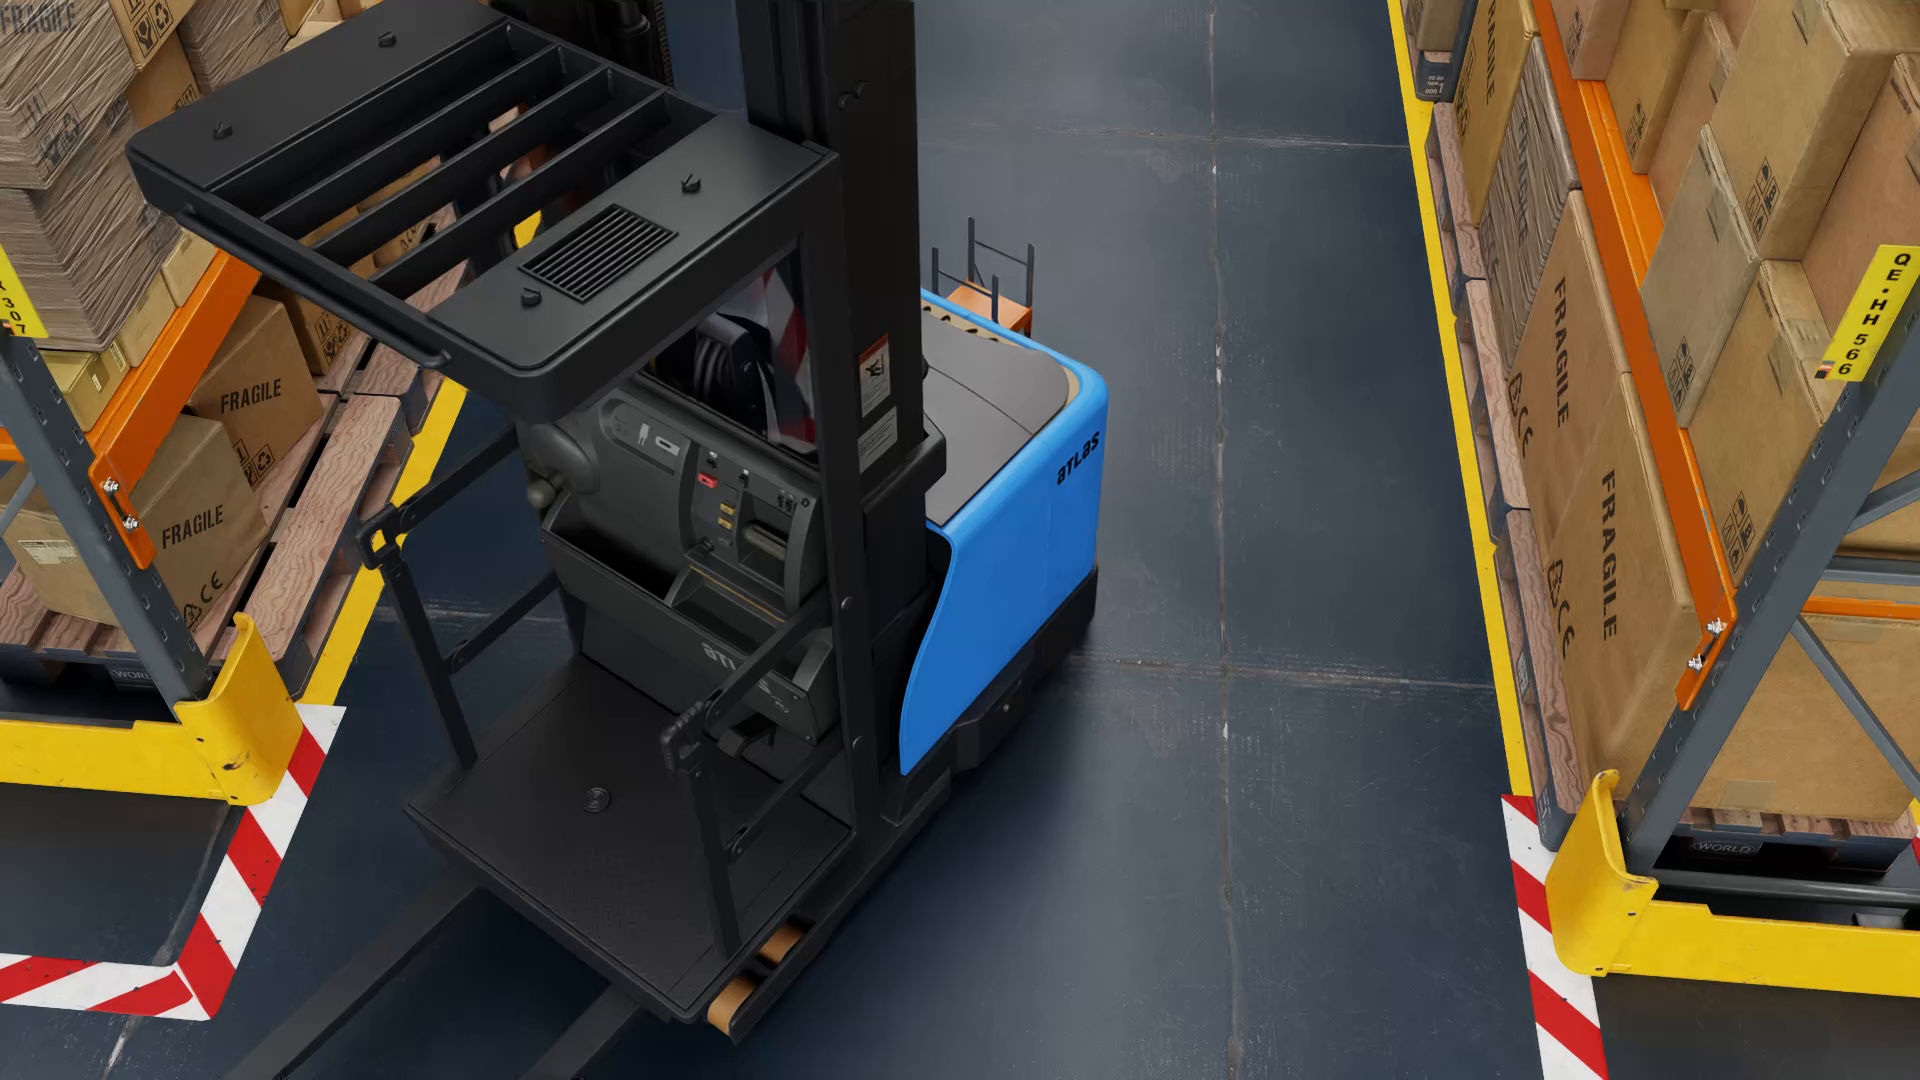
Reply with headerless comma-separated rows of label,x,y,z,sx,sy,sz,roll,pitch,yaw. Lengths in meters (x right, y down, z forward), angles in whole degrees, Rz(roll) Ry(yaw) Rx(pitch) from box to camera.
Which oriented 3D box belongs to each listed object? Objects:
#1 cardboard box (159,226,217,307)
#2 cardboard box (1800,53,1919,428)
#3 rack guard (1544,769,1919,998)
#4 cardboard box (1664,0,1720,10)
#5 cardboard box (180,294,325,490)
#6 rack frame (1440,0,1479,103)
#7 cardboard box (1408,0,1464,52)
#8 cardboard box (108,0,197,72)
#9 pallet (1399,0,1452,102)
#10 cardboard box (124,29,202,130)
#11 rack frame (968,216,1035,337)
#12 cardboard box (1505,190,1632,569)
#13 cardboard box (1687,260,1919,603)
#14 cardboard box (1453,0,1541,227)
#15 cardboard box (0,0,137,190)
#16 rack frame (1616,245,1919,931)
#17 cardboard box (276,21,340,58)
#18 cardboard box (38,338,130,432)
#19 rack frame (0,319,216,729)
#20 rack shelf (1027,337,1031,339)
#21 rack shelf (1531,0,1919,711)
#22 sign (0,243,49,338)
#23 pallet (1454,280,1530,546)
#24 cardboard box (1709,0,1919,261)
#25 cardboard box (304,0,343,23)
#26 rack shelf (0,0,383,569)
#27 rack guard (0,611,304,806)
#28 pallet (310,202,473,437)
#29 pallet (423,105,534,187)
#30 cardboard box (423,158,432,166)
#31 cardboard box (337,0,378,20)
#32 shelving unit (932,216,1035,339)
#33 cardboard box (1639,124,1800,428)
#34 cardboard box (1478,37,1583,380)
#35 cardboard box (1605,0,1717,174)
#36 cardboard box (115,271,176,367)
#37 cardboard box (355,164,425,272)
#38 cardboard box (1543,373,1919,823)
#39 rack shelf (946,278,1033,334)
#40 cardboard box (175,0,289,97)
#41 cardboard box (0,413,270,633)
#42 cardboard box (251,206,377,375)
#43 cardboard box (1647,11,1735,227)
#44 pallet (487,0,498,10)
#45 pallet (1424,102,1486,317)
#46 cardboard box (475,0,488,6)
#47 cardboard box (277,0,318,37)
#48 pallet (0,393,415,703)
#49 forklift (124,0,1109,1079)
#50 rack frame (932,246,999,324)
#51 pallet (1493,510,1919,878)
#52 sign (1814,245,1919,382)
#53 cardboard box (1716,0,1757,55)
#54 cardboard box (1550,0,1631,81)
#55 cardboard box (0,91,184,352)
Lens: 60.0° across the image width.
cardboard box,-2.313,-0.791,4.611,0.380,0.149,0.250,4,48,4
cardboard box,2.347,-0.594,3.427,0.875,0.550,0.550,4,48,4
rack guard,2.272,0.952,4.540,1.175,0.500,0.348,4,48,4
cardboard box,2.410,-1.805,4.535,0.875,0.550,0.500,4,48,4
cardboard box,-2.562,-0.514,5.597,0.500,0.500,0.500,15,49,14
rack frame,2.639,-2.848,6.322,1.000,3.000,0.127,4,48,4
cardboard box,2.606,-2.693,7.420,1.050,0.750,0.750,4,48,3
cardboard box,-2.282,-1.541,4.180,0.500,0.500,0.500,4,48,4
pallet,2.634,-2.479,7.875,1.003,0.211,1.213,4,48,4
cardboard box,-2.652,-1.229,4.572,0.875,0.500,0.500,4,48,4
rack frame,0.123,-0.519,5.412,0.240,1.200,0.006,28,54,24
cardboard box,2.348,-0.483,5.314,0.875,0.875,0.875,3,48,3
cardboard box,2.263,-0.235,3.831,0.875,0.550,0.550,4,48,4
cardboard box,2.512,-1.816,6.533,0.875,0.875,0.875,5,48,4
cardboard box,-2.334,-1.174,3.844,0.500,0.500,0.500,4,48,4
rack frame,2.274,0.091,3.634,1.000,3.000,0.127,4,48,4
cardboard box,-2.159,-1.521,5.279,0.380,0.149,0.250,4,48,4
cardboard box,-2.392,-0.425,4.277,0.380,0.149,0.250,4,48,4
rack frame,-2.656,-0.317,4.007,1.000,3.000,0.127,4,48,4
rack shelf,0.069,-0.597,5.217,0.258,0.103,0.180,28,54,24
rack shelf,2.457,-1.136,5.244,1.077,0.370,4.000,4,48,4
sign,-2.115,-0.573,3.654,0.100,0.325,0.005,4,48,4
pallet,2.383,-0.455,6.023,1.003,0.211,1.213,4,48,4
cardboard box,2.305,-1.005,3.803,0.875,0.550,0.550,4,48,4
cardboard box,-2.268,-1.714,5.455,0.380,0.149,0.250,4,48,4
rack shelf,-2.474,-1.544,5.617,1.077,0.370,4.000,4,48,4
rack guard,-2.649,0.471,4.980,1.175,0.500,0.348,4,48,4
pallet,-2.426,-0.920,6.449,1.003,0.211,1.213,4,48,4
pallet,-2.317,-1.819,7.271,1.003,0.211,1.213,4,48,4
cardboard box,-2.412,-1.842,6.811,0.500,0.500,0.500,18,50,16
cardboard box,-2.169,-1.892,5.618,0.380,0.149,0.250,4,48,4
shelving unit,0.069,-0.465,5.362,0.258,1.200,0.189,28,54,24
cardboard box,2.291,-0.641,4.202,0.875,0.550,0.550,4,48,4
cardboard box,2.434,-1.153,5.927,0.875,0.875,0.875,4,48,4
cardboard box,2.475,-1.436,4.929,0.875,0.550,0.500,4,48,4
cardboard box,-2.350,-0.608,4.443,0.380,0.149,0.250,4,48,4
cardboard box,-2.391,-1.380,6.389,0.500,0.500,0.500,0,48,0
cardboard box,2.270,0.164,4.723,0.875,0.875,0.875,4,48,4
rack shelf,0.069,-0.678,5.129,0.258,0.103,0.180,28,54,24
cardboard box,-2.564,-1.593,4.905,0.875,0.500,0.500,4,48,4
cardboard box,-2.582,-0.073,5.193,0.500,0.500,0.500,12,49,11
cardboard box,-2.486,-0.973,6.017,0.500,0.500,0.500,8,48,7
cardboard box,2.468,-1.044,4.570,0.875,0.550,0.550,4,48,4
pallet,-2.222,-2.887,8.248,1.003,0.211,1.213,4,48,4
pallet,2.492,-1.354,6.845,1.003,0.211,1.213,4,48,4
cardboard box,-2.368,-2.263,7.196,0.500,0.500,0.500,3,48,2
cardboard box,-2.506,-1.960,5.240,0.875,0.500,0.500,4,48,4
pallet,-2.540,-0.026,5.631,1.003,0.211,1.213,4,48,4
forklift,-0.836,-0.063,3.821,1.130,2.935,3.031,28,54,24
rack frame,0.014,-0.410,5.312,0.240,1.200,0.006,28,54,24
pallet,2.269,0.439,5.205,1.003,0.211,1.213,4,48,4
sign,1.735,-0.426,3.162,0.100,0.325,0.005,4,48,4
cardboard box,2.491,-1.407,4.171,0.875,0.550,0.550,4,48,4
cardboard box,2.423,-1.832,5.292,0.875,0.550,0.550,4,48,4
cardboard box,-2.578,-0.853,4.228,0.875,0.500,0.500,4,48,4
